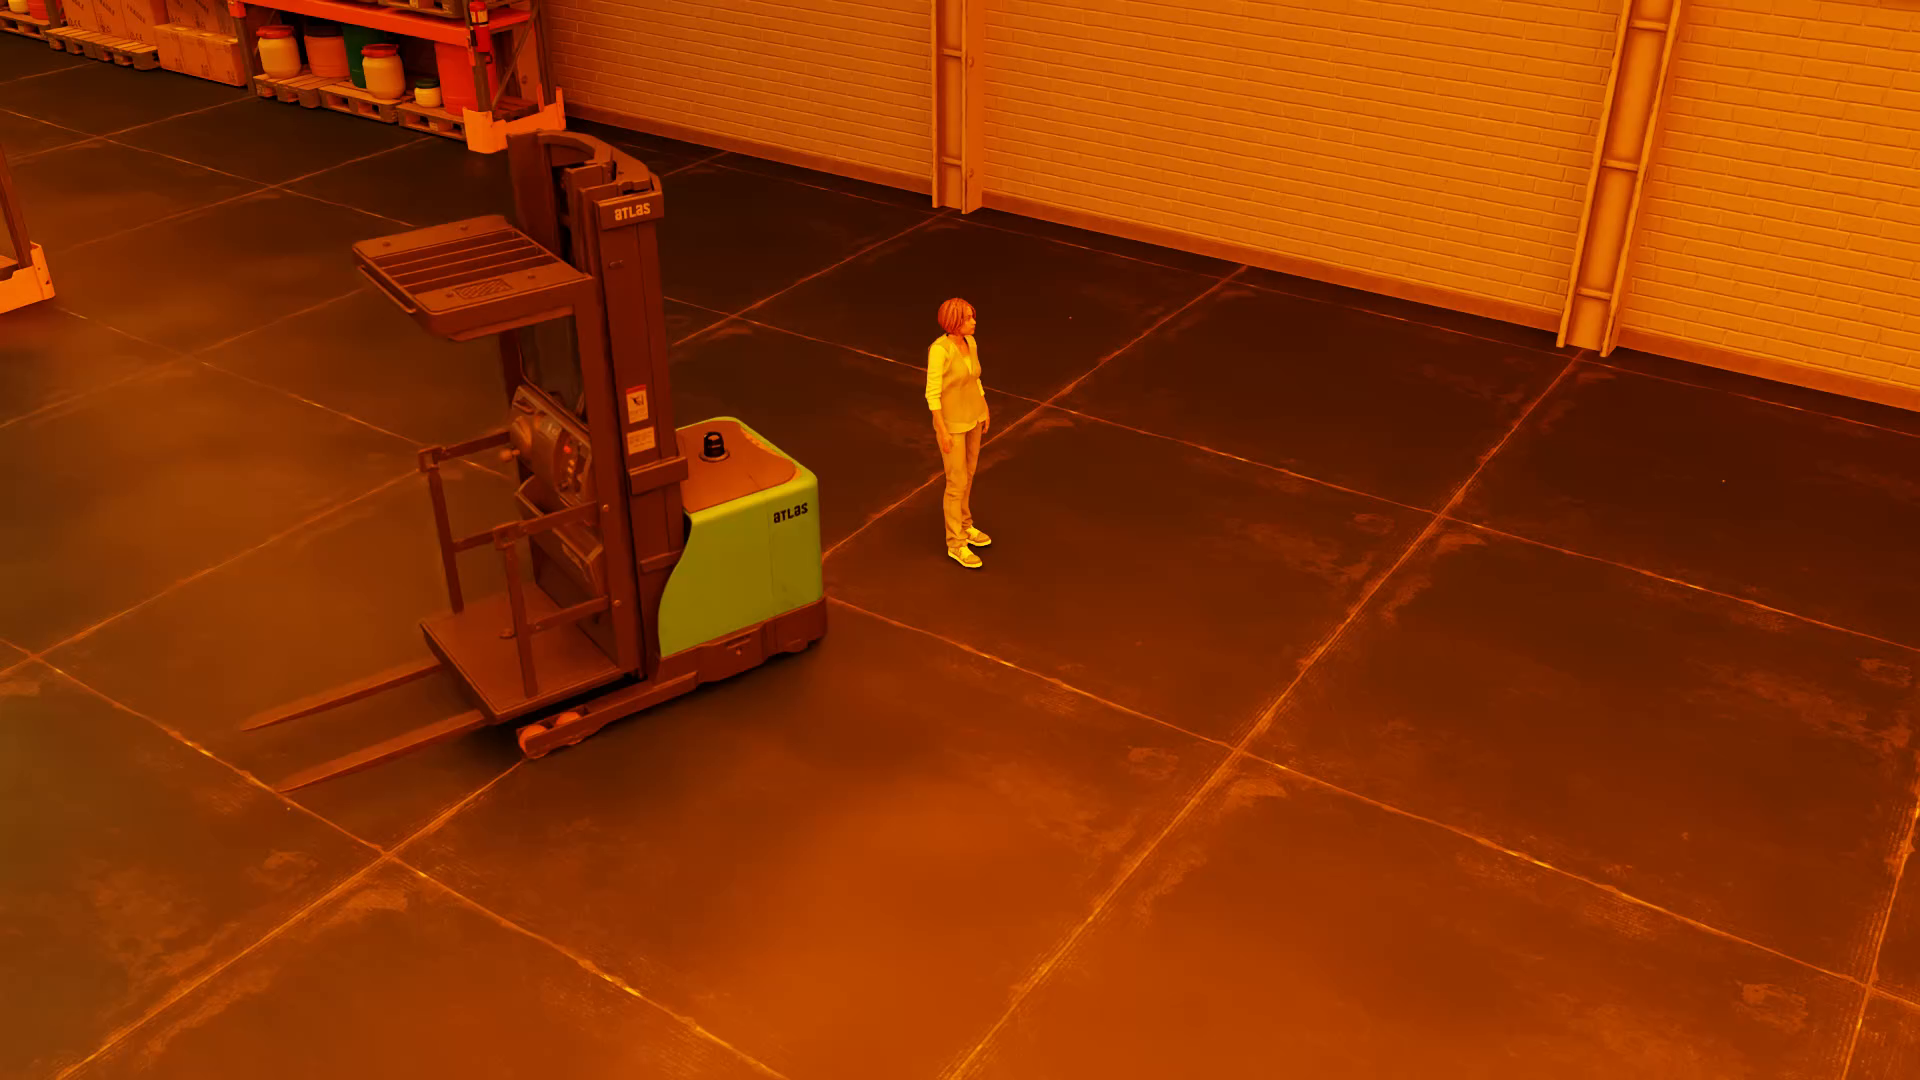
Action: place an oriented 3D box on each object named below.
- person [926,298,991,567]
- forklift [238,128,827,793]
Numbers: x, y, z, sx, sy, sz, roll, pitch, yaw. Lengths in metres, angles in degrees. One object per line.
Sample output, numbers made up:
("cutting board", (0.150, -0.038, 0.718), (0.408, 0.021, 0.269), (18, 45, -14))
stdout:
("person", (0.053, -0.671, 10.050), (0.475, 1.597, 0.520), (19, 35, 29))
("forklift", (-2.246, -0.446, 8.350), (3.031, 2.935, 1.130), (-20, 36, -31))
